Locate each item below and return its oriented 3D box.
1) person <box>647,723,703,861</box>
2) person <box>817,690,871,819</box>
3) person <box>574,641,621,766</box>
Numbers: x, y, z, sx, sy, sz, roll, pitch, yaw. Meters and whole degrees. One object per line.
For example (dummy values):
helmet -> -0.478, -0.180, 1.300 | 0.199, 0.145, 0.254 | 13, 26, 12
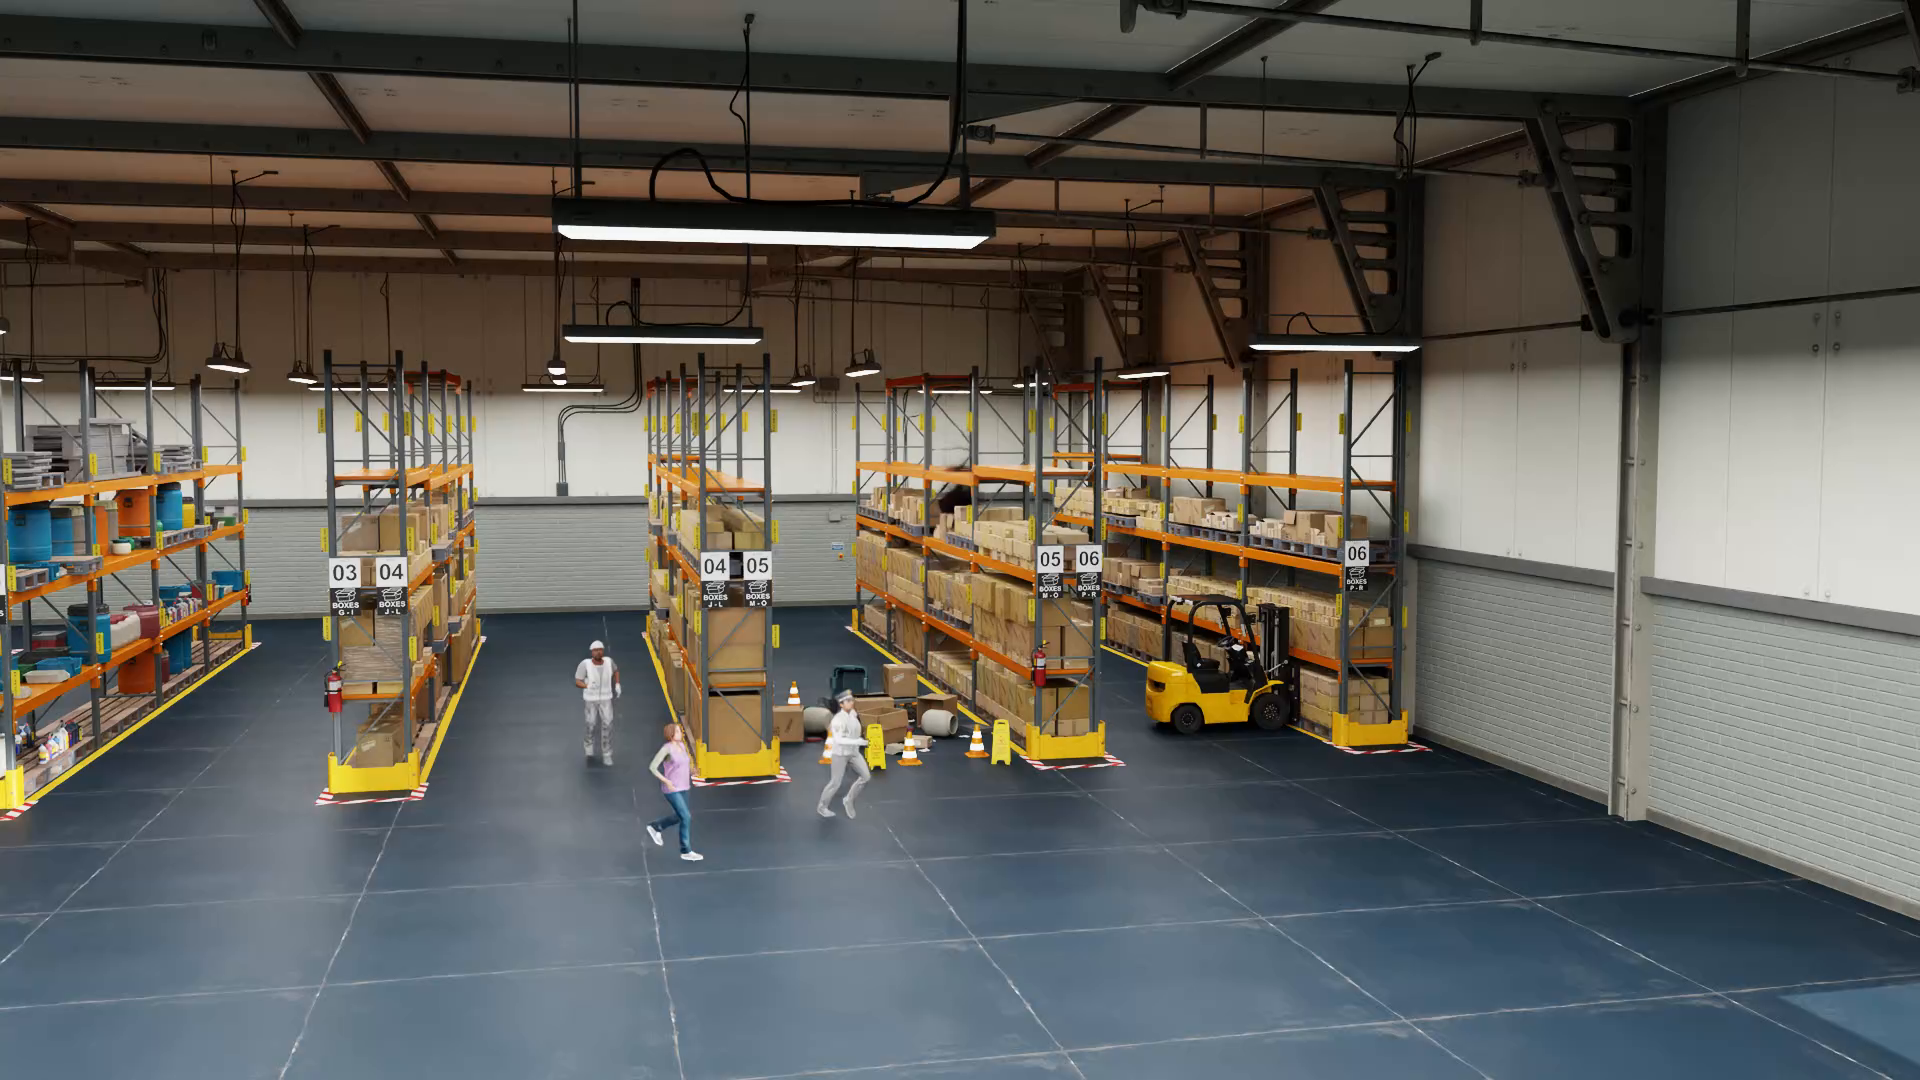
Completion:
person -> -3.310, 2.882, 19.156 | 0.792, 1.566, 0.548 | 2, 4, 24
person -> -1.424, 2.690, 20.963 | 0.815, 1.653, 0.619 | 3, 5, 38
person -> -5.360, 2.408, 24.625 | 0.707, 1.859, 0.784 | -2, 4, -24
